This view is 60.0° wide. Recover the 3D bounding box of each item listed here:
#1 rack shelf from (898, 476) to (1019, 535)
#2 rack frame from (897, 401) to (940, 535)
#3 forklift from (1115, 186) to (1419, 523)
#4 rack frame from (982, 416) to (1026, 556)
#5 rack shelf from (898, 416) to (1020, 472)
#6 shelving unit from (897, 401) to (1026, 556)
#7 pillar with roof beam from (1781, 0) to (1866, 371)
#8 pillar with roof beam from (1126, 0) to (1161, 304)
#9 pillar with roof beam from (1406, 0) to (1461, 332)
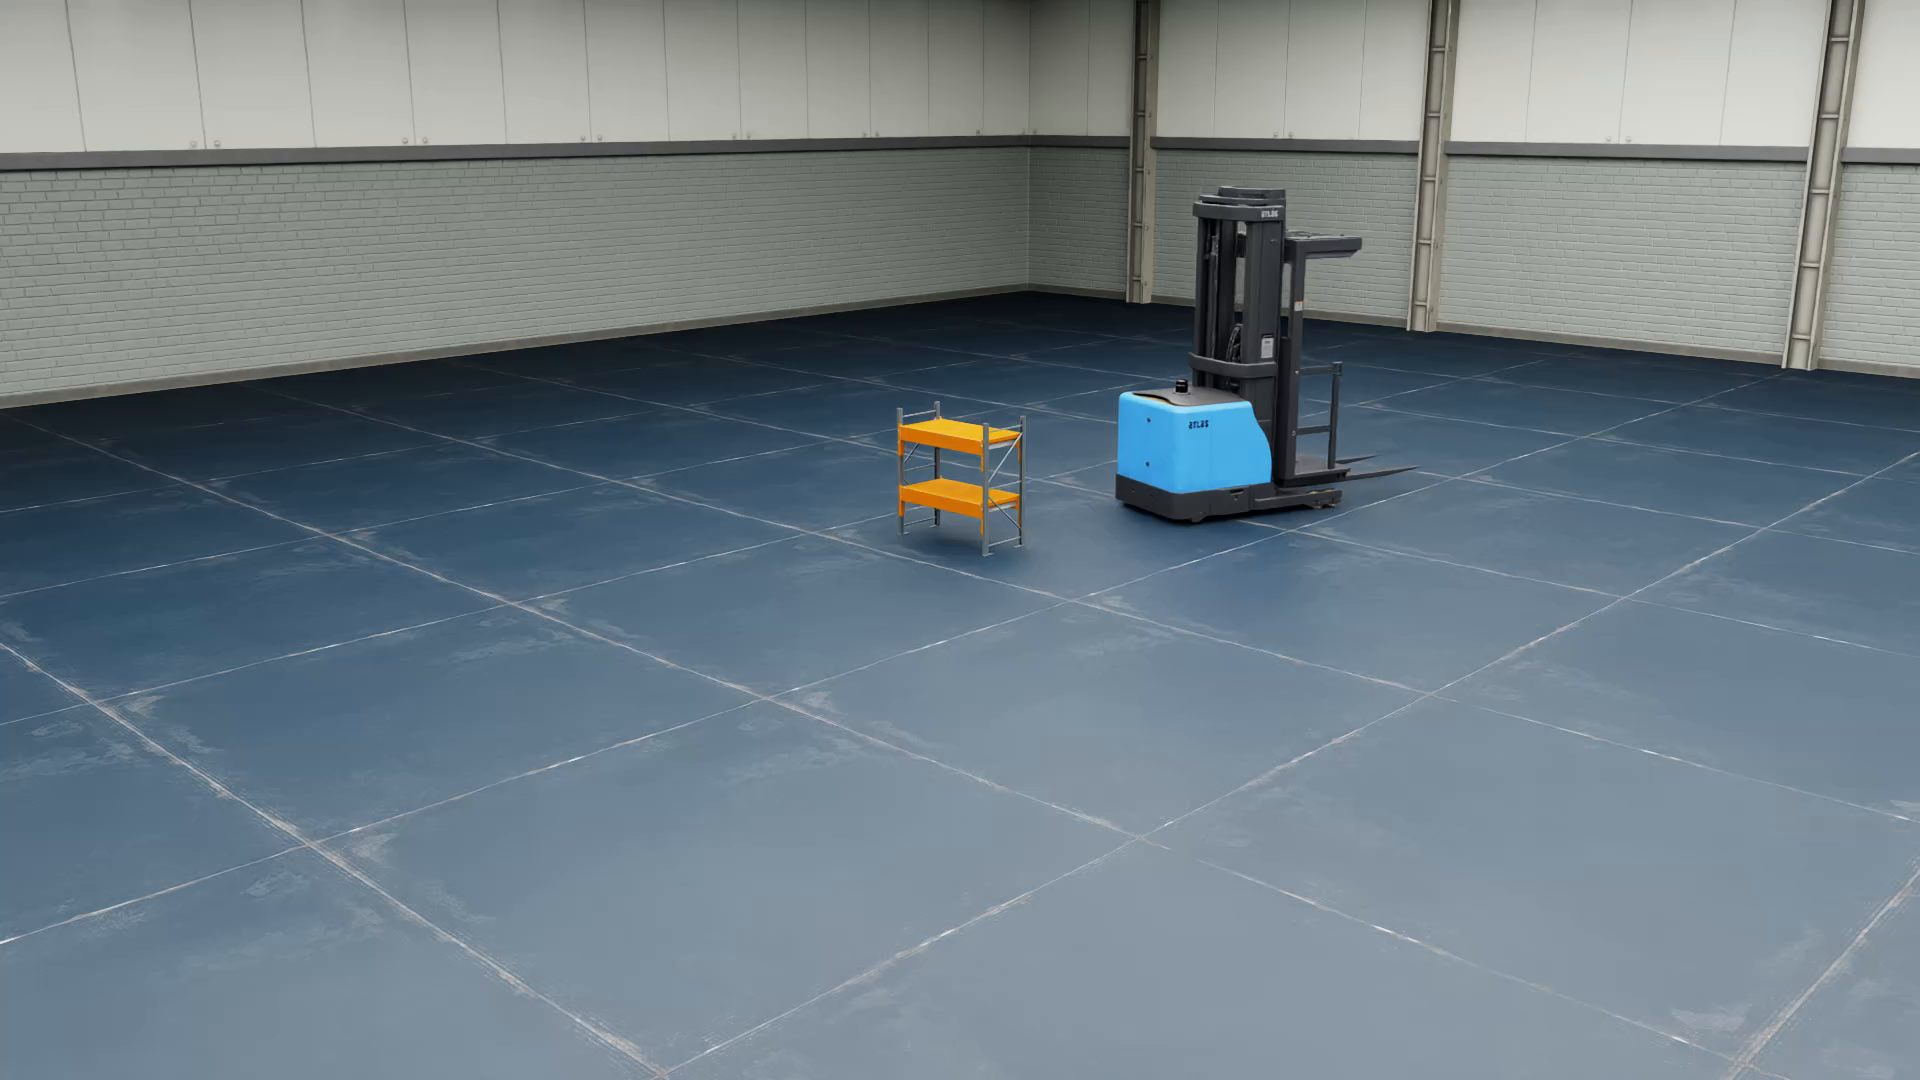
[{"bbox_3d":[0.005,-0.307,14.347,1.000,0.278,0.538,14,20,42],"label":"rack shelf"},{"bbox_3d":[-0.361,-0.632,14.627,0.032,1.125,0.500,14,20,42],"label":"rack frame"},{"bbox_3d":[3.009,-1.816,15.589,3.031,2.935,1.130,-8,16,-27],"label":"forklift"},{"bbox_3d":[0.371,-0.454,13.944,0.032,1.125,0.500,14,20,42],"label":"rack frame"},{"bbox_3d":[0.005,-0.826,14.212,1.000,0.278,0.538,14,20,42],"label":"rack shelf"},{"bbox_3d":[0.005,-0.543,14.286,1.048,1.125,0.538,14,20,42],"label":"shelving unit"},{"bbox_3d":[9.092,-6.048,19.795,0.400,9.000,9.100,14,20,42],"label":"pillar with roof beam"},{"bbox_3d":[0.453,-8.148,27.855,0.400,9.000,9.100,14,20,42],"label":"pillar with roof beam"},{"bbox_3d":[4.772,-7.098,23.825,0.400,9.000,9.100,14,20,42],"label":"pillar with roof beam"}]
